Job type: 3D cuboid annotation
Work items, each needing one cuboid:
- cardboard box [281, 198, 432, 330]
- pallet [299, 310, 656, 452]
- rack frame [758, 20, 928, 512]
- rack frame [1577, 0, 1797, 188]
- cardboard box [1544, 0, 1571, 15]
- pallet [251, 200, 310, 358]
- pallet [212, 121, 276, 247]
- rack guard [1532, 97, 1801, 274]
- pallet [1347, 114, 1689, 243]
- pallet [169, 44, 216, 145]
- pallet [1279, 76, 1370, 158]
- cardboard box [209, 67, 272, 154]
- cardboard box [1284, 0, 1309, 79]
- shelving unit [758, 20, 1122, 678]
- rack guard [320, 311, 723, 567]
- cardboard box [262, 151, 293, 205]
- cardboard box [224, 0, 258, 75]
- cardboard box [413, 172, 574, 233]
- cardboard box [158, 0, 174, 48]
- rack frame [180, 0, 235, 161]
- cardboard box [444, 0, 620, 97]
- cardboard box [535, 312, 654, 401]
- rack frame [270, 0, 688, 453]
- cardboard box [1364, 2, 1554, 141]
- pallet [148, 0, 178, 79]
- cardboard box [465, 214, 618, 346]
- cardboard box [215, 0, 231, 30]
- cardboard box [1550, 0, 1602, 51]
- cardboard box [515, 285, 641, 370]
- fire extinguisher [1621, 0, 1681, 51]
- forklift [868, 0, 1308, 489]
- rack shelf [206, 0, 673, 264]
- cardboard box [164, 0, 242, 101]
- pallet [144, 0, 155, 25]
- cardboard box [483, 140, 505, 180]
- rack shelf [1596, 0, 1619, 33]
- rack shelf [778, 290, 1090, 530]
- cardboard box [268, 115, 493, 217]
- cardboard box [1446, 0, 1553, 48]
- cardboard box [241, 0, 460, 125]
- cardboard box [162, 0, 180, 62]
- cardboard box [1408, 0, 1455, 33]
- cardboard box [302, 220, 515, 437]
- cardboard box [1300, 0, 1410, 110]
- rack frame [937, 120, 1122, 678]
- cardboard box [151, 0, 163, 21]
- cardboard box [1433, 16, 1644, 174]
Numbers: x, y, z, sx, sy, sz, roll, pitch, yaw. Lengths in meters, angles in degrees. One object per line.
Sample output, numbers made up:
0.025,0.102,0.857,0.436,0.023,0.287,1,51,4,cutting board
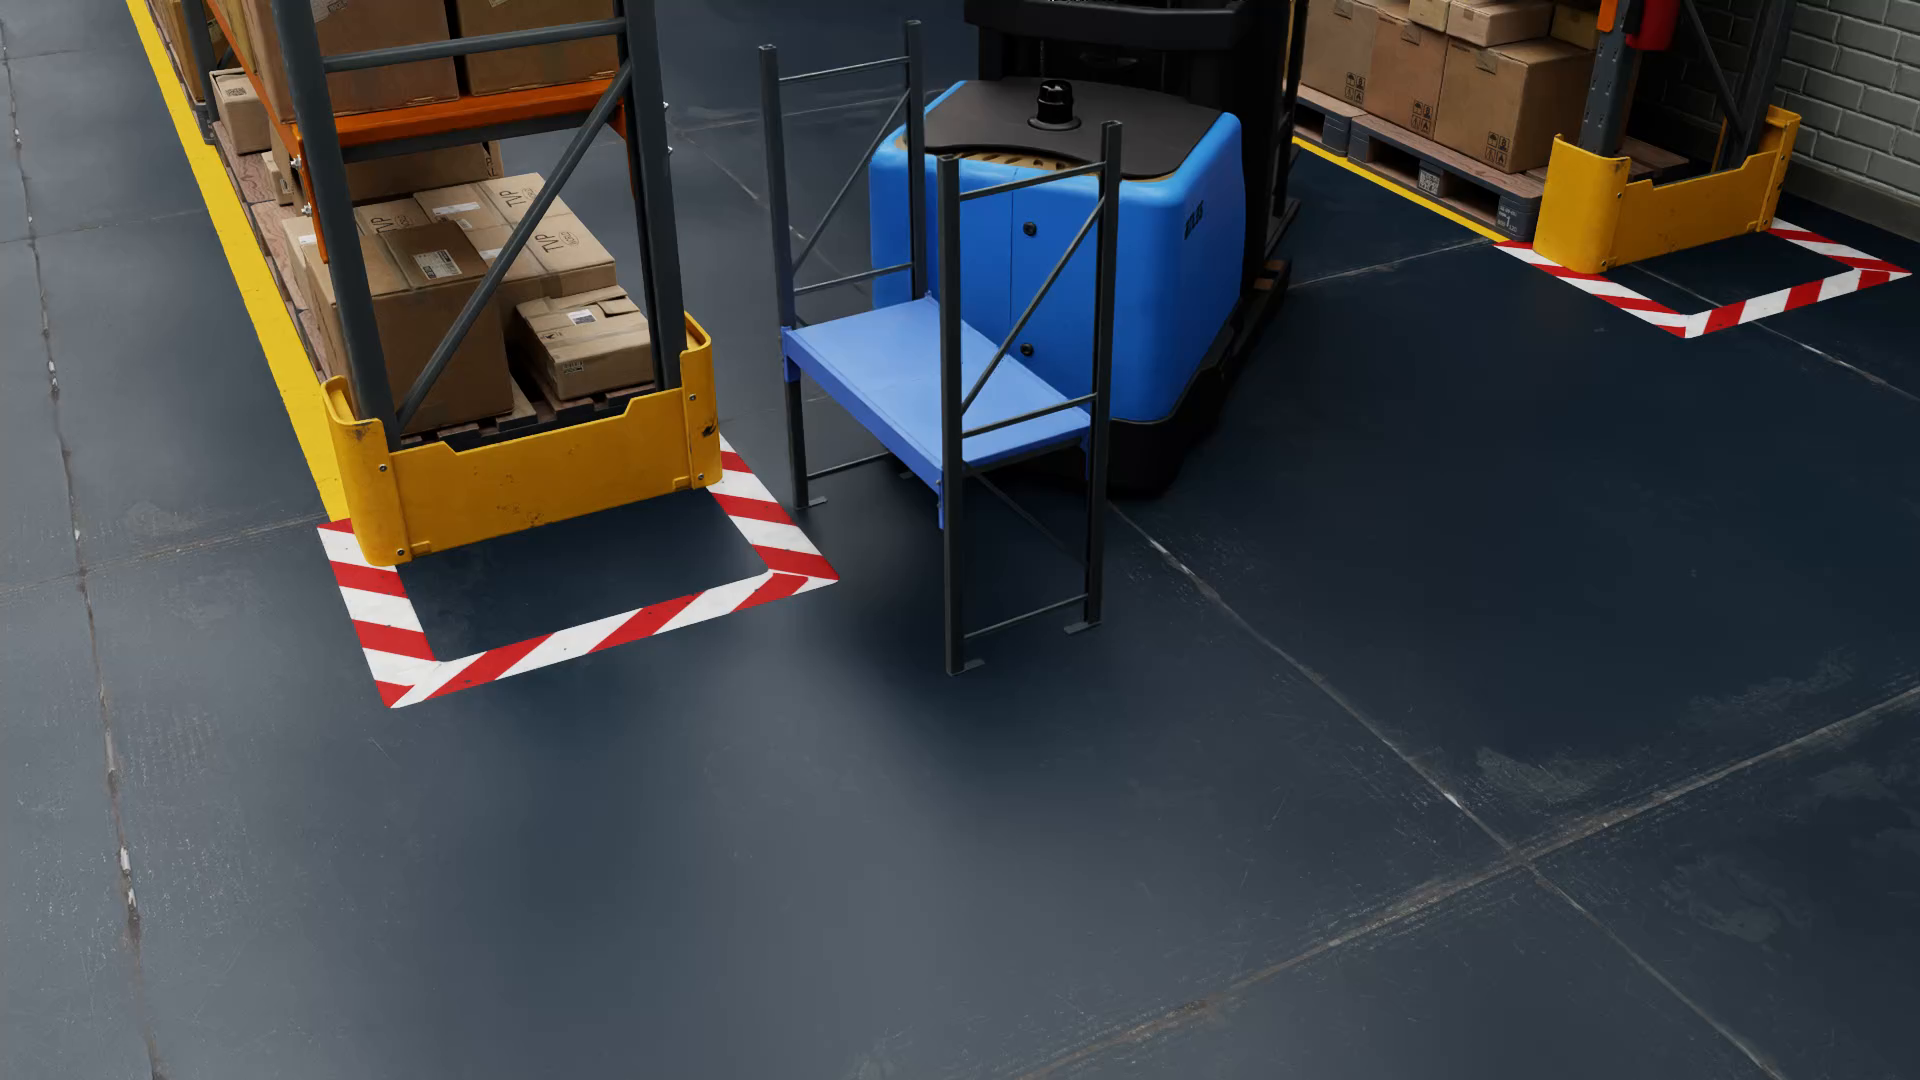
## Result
-2.223,-1.046,6.243,0.500,0.250,0.500,-16,36,-23,cardboard box
-1.743,-0.602,5.995,1.003,0.211,1.213,-16,36,-23,pallet
-0.326,-0.797,5.098,0.500,1.500,0.032,-18,37,-24,rack frame
3.046,-2.608,6.540,1.000,3.000,0.127,-16,36,-23,rack frame
2.629,-2.546,7.771,0.380,0.149,0.250,-16,36,-23,cardboard box
-2.308,-1.184,6.902,1.003,0.211,1.213,-16,36,-23,pallet
-2.881,-1.767,7.812,1.003,0.211,1.213,-16,36,-23,pallet
3.057,-1.544,7.196,1.175,0.500,0.348,-16,36,-23,rack guard
2.604,-1.796,7.857,1.003,0.211,1.213,-16,36,-23,pallet
-3.613,-2.474,8.915,1.003,0.211,1.213,-16,36,-23,pallet
2.039,-2.377,8.765,1.003,0.211,1.213,-16,36,-23,pallet
-3.196,-2.067,7.781,0.500,0.311,0.500,-16,36,-23,cardboard box
1.907,-2.772,8.725,0.700,0.500,0.500,-15,36,-22,cardboard box
-0.074,-0.559,4.726,0.538,1.500,1.048,-18,37,-24,shelving unit
-1.370,-0.344,5.323,1.175,0.500,0.348,-16,36,-23,rack guard
-2.783,-1.596,7.180,0.380,0.166,0.250,-16,36,-23,cardboard box
-2.030,-1.794,5.177,0.500,0.500,0.500,-16,36,-23,cardboard box
-1.804,-1.196,6.477,0.500,0.250,0.500,-16,36,-23,cardboard box
-4.140,-3.043,9.128,0.500,0.500,0.500,-15,36,-23,cardboard box
-3.200,-3.269,7.572,1.000,3.000,0.127,-16,36,-23,rack frame
-1.309,-1.680,5.000,0.500,0.500,0.500,-15,36,-22,cardboard box
-1.226,-0.631,5.690,0.380,0.149,0.250,-16,36,-23,cardboard box
-1.335,-1.360,4.592,1.000,3.000,0.127,-16,36,-23,rack frame
2.397,-2.280,7.956,0.700,0.500,0.500,-16,36,-23,cardboard box
-4.185,-3.057,9.825,1.003,0.211,1.213,-16,36,-23,pallet
-1.571,-0.957,6.104,0.500,0.250,0.500,-16,36,-23,cardboard box
-2.257,-2.034,5.551,0.500,0.500,0.500,-16,36,-23,cardboard box
2.866,-2.305,7.394,0.380,0.149,0.250,-16,36,-23,cardboard box
-1.343,-0.758,5.871,0.380,0.166,0.250,-16,36,-23,cardboard box
2.708,-2.230,6.368,0.296,0.674,0.183,-16,36,-23,fire extinguisher
0.706,-2.184,5.942,1.130,2.935,3.031,12,35,18,forklift
-2.267,-2.012,6.276,1.077,0.370,4.000,-16,36,-23,rack shelf
-3.684,-2.565,8.383,0.500,0.500,0.500,-16,36,-23,cardboard box
-4.750,-3.638,10.733,1.003,0.211,1.213,-16,36,-23,pallet
-2.334,-1.764,7.307,0.500,0.311,0.500,-16,36,-23,cardboard box
2.113,-3.259,8.224,1.077,0.370,4.000,-16,36,-23,rack shelf
-0.072,-0.408,4.824,0.538,0.185,1.000,-18,37,-24,rack shelf
-2.319,-1.508,6.729,0.797,0.503,0.637,-16,36,-23,cardboard box
2.410,-2.330,7.432,0.380,0.149,0.250,-16,36,-24,cardboard box
-1.785,-1.548,4.792,0.500,0.500,0.500,-15,35,-22,cardboard box
-3.907,-2.803,8.754,0.500,0.500,0.500,-16,36,-23,cardboard box
2.290,-2.452,7.622,0.380,0.149,0.250,-15,36,-22,cardboard box
-1.806,-0.690,5.456,0.500,0.500,0.500,-16,36,-23,cardboard box
2.162,-2.520,8.330,0.700,0.500,0.500,-17,36,-25,cardboard box
0.178,-0.321,4.354,0.500,1.500,0.032,-18,37,-24,rack frame
-4.379,-3.285,9.506,0.500,0.500,0.500,-17,36,-25,cardboard box
2.631,-2.041,7.583,0.700,0.500,0.500,-16,36,-23,cardboard box
